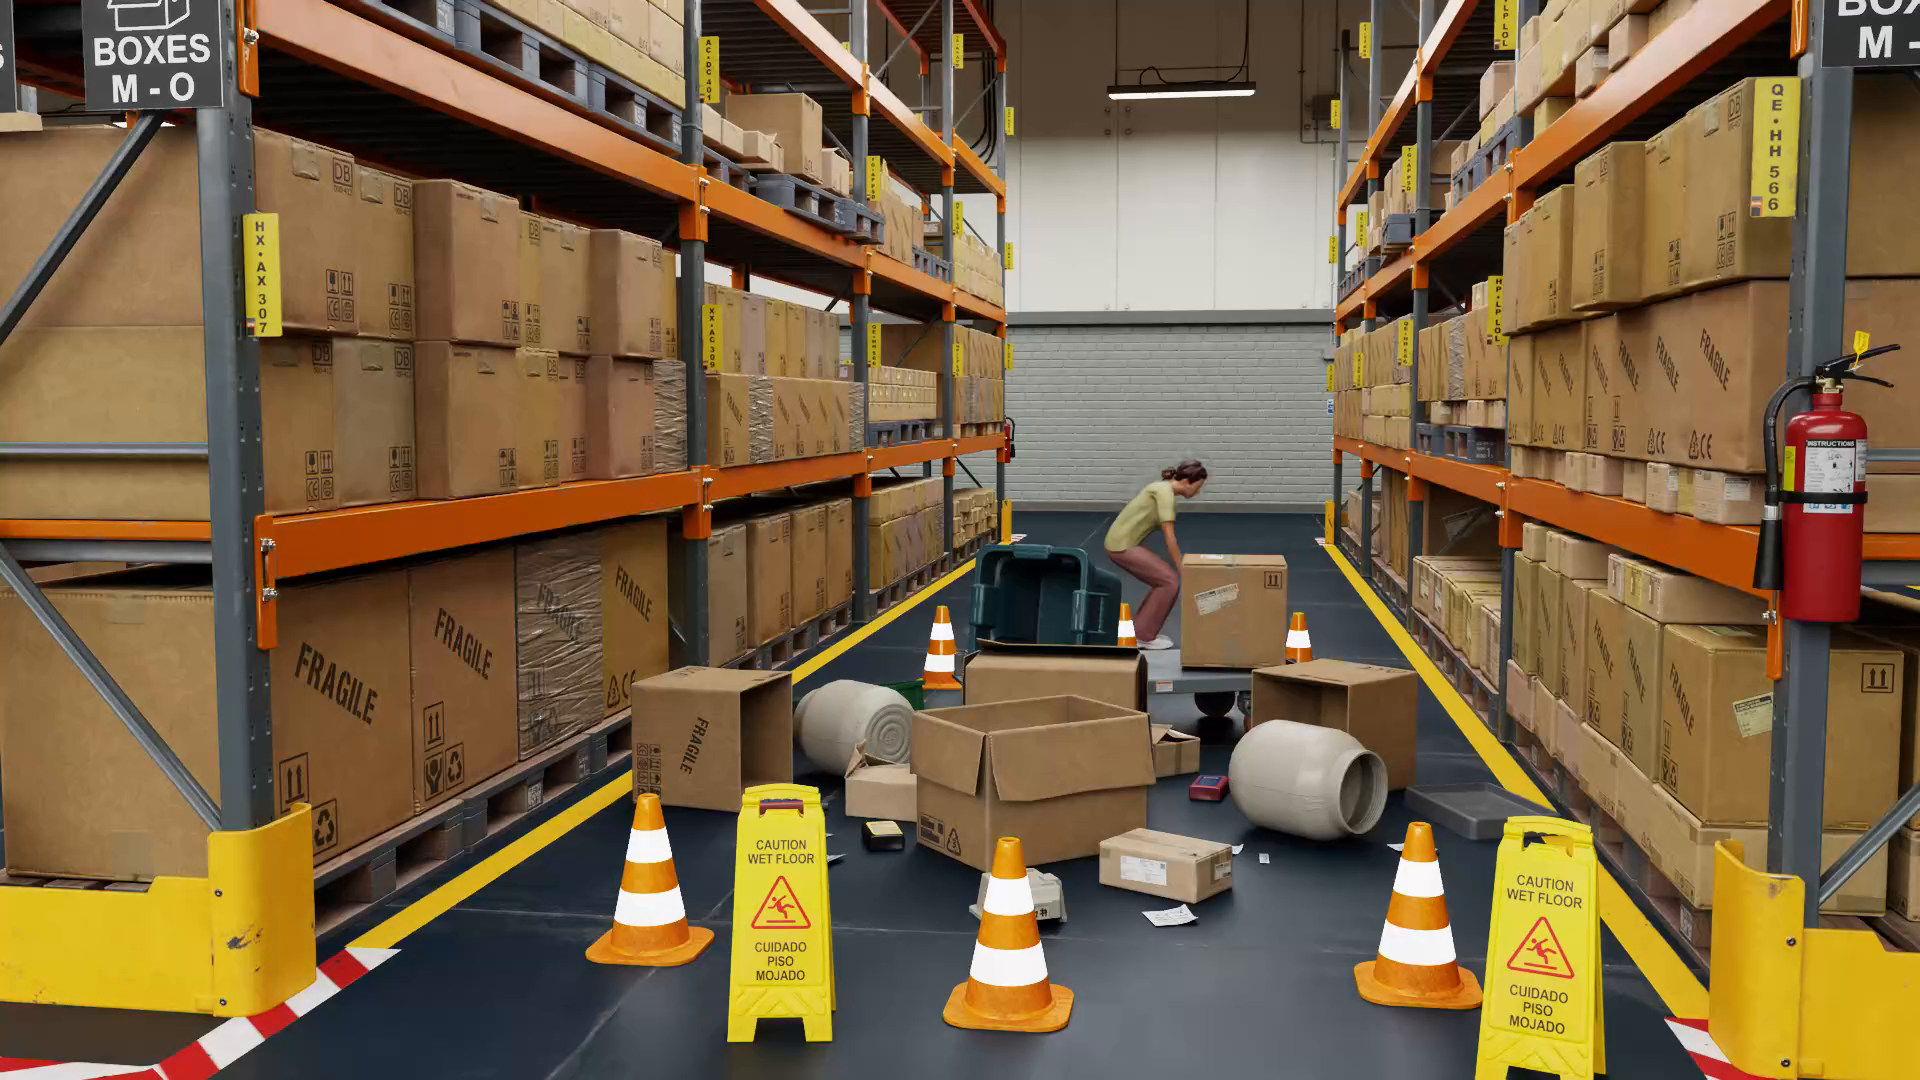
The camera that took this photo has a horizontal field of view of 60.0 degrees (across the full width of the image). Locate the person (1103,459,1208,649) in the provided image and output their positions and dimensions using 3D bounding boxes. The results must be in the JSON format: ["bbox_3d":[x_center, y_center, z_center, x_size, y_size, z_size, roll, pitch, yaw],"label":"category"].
[{"bbox_3d":[1.327,0.087,11.300,0.692,1.278,0.512,1,5,9],"label":"person"}]
